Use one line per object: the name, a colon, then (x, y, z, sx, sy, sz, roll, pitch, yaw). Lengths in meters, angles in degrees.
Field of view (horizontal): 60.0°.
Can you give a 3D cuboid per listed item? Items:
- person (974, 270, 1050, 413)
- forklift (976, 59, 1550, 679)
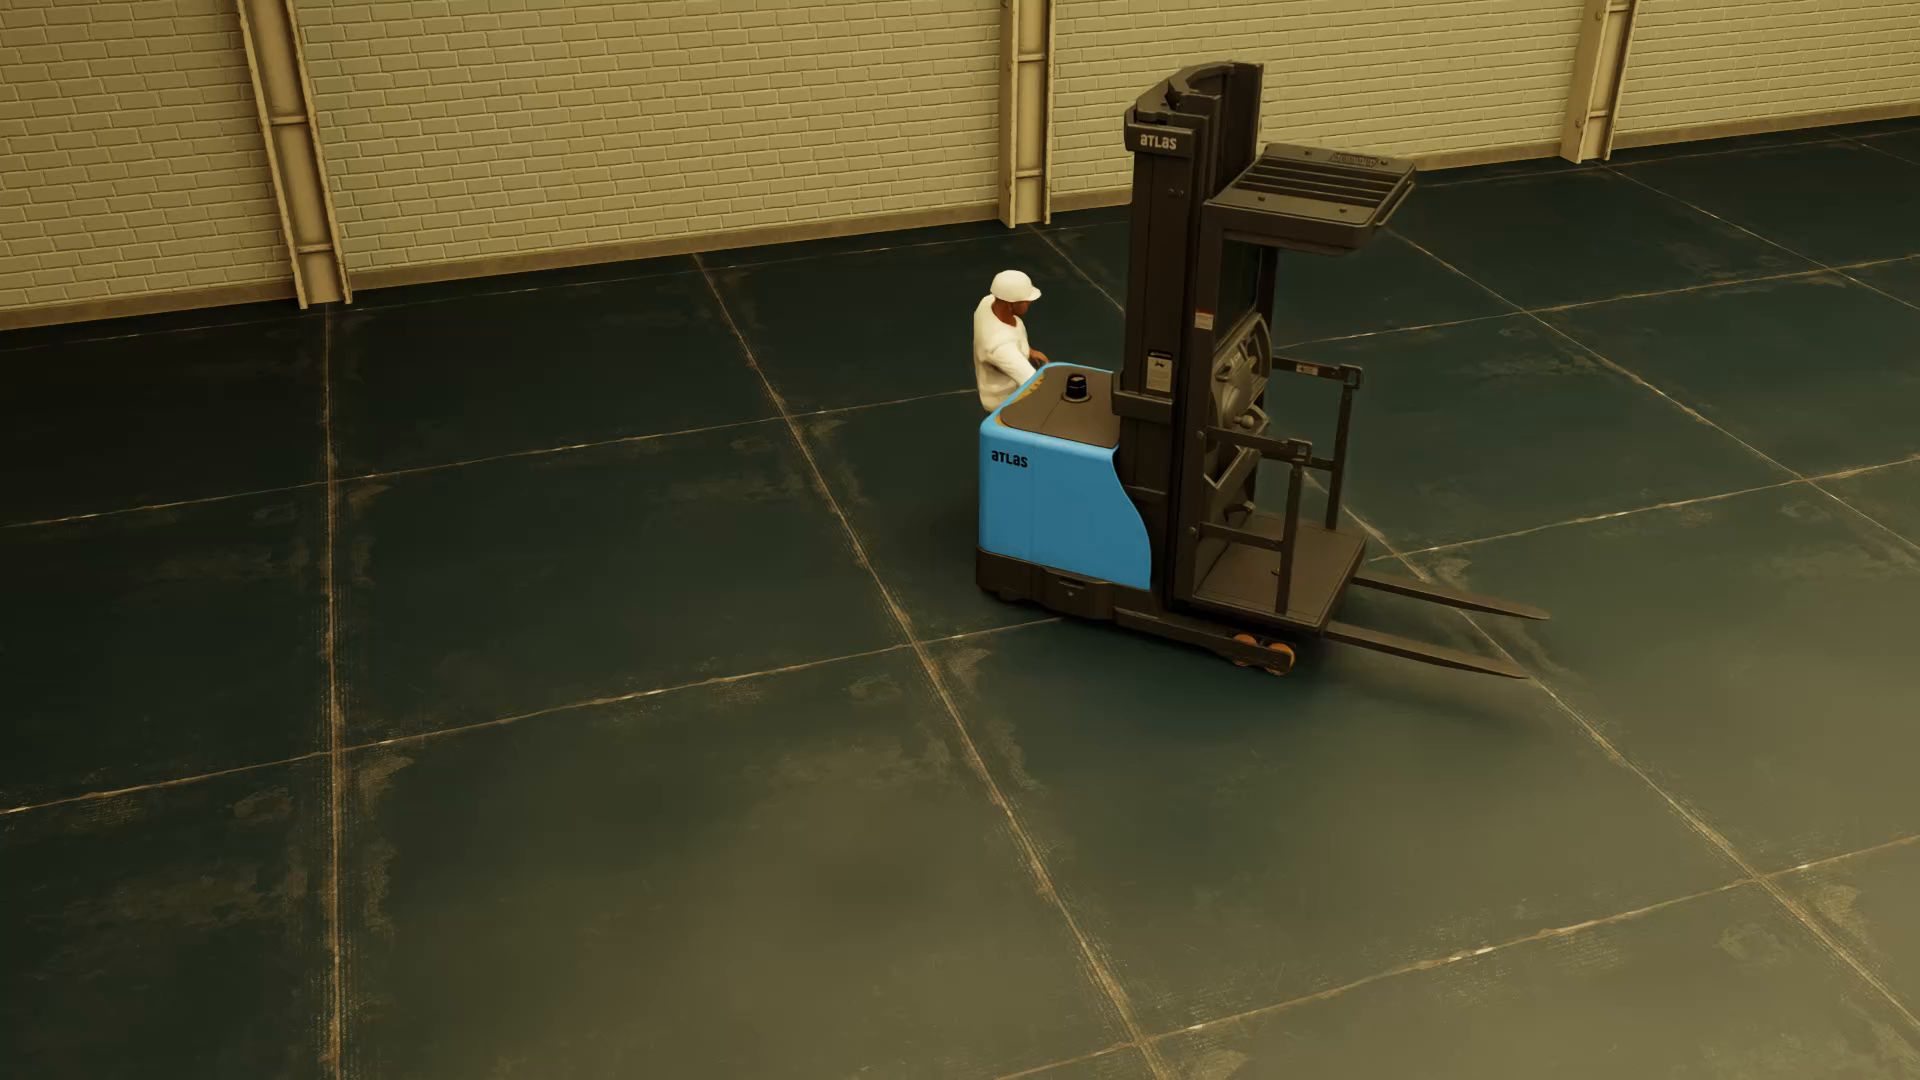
person: (0.460, -0.877, 9.952, 0.751, 1.609, 0.813, -2, 30, -3)
forklift: (1.645, -0.861, 8.583, 3.031, 2.935, 1.130, 14, 33, 22)
